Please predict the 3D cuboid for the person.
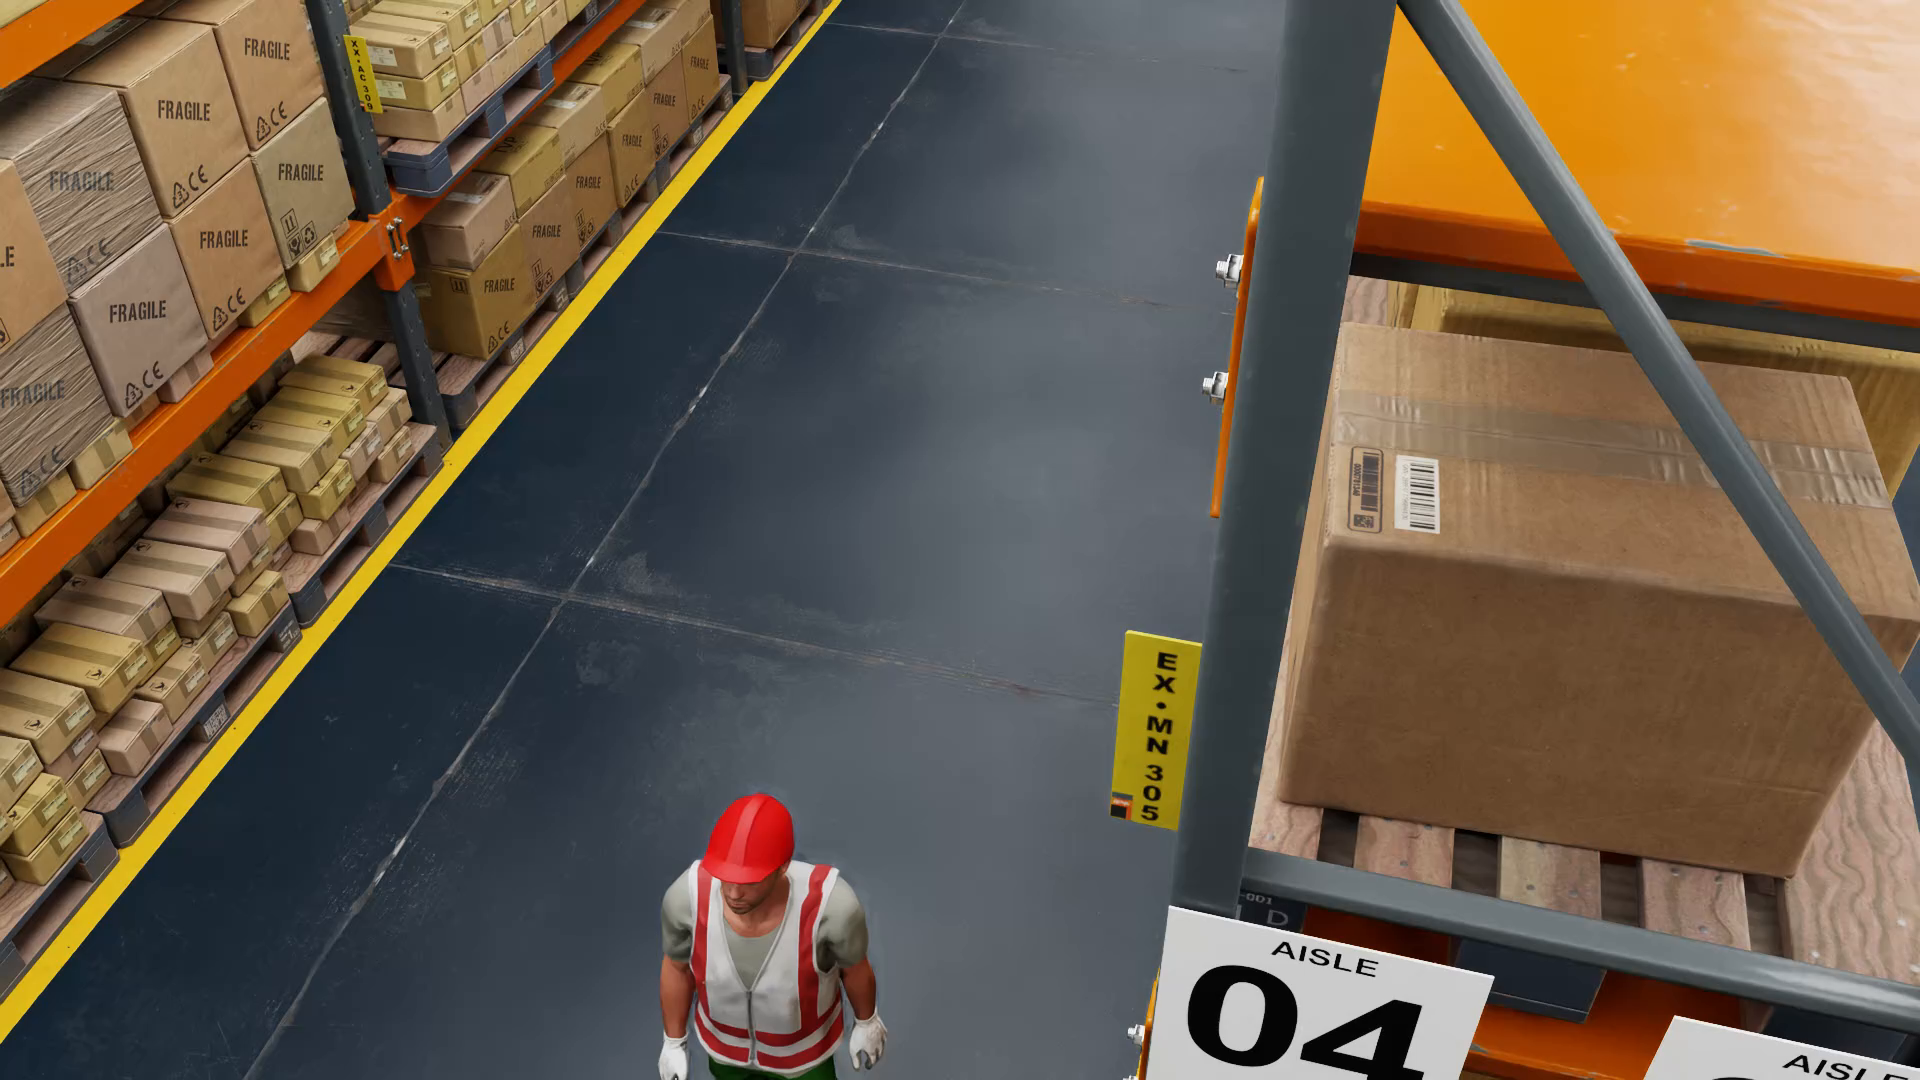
[{"bbox_3d":[-0.513,1.384,4.531,0.589,1.844,0.514,8,41,9],"label":"person"}]
